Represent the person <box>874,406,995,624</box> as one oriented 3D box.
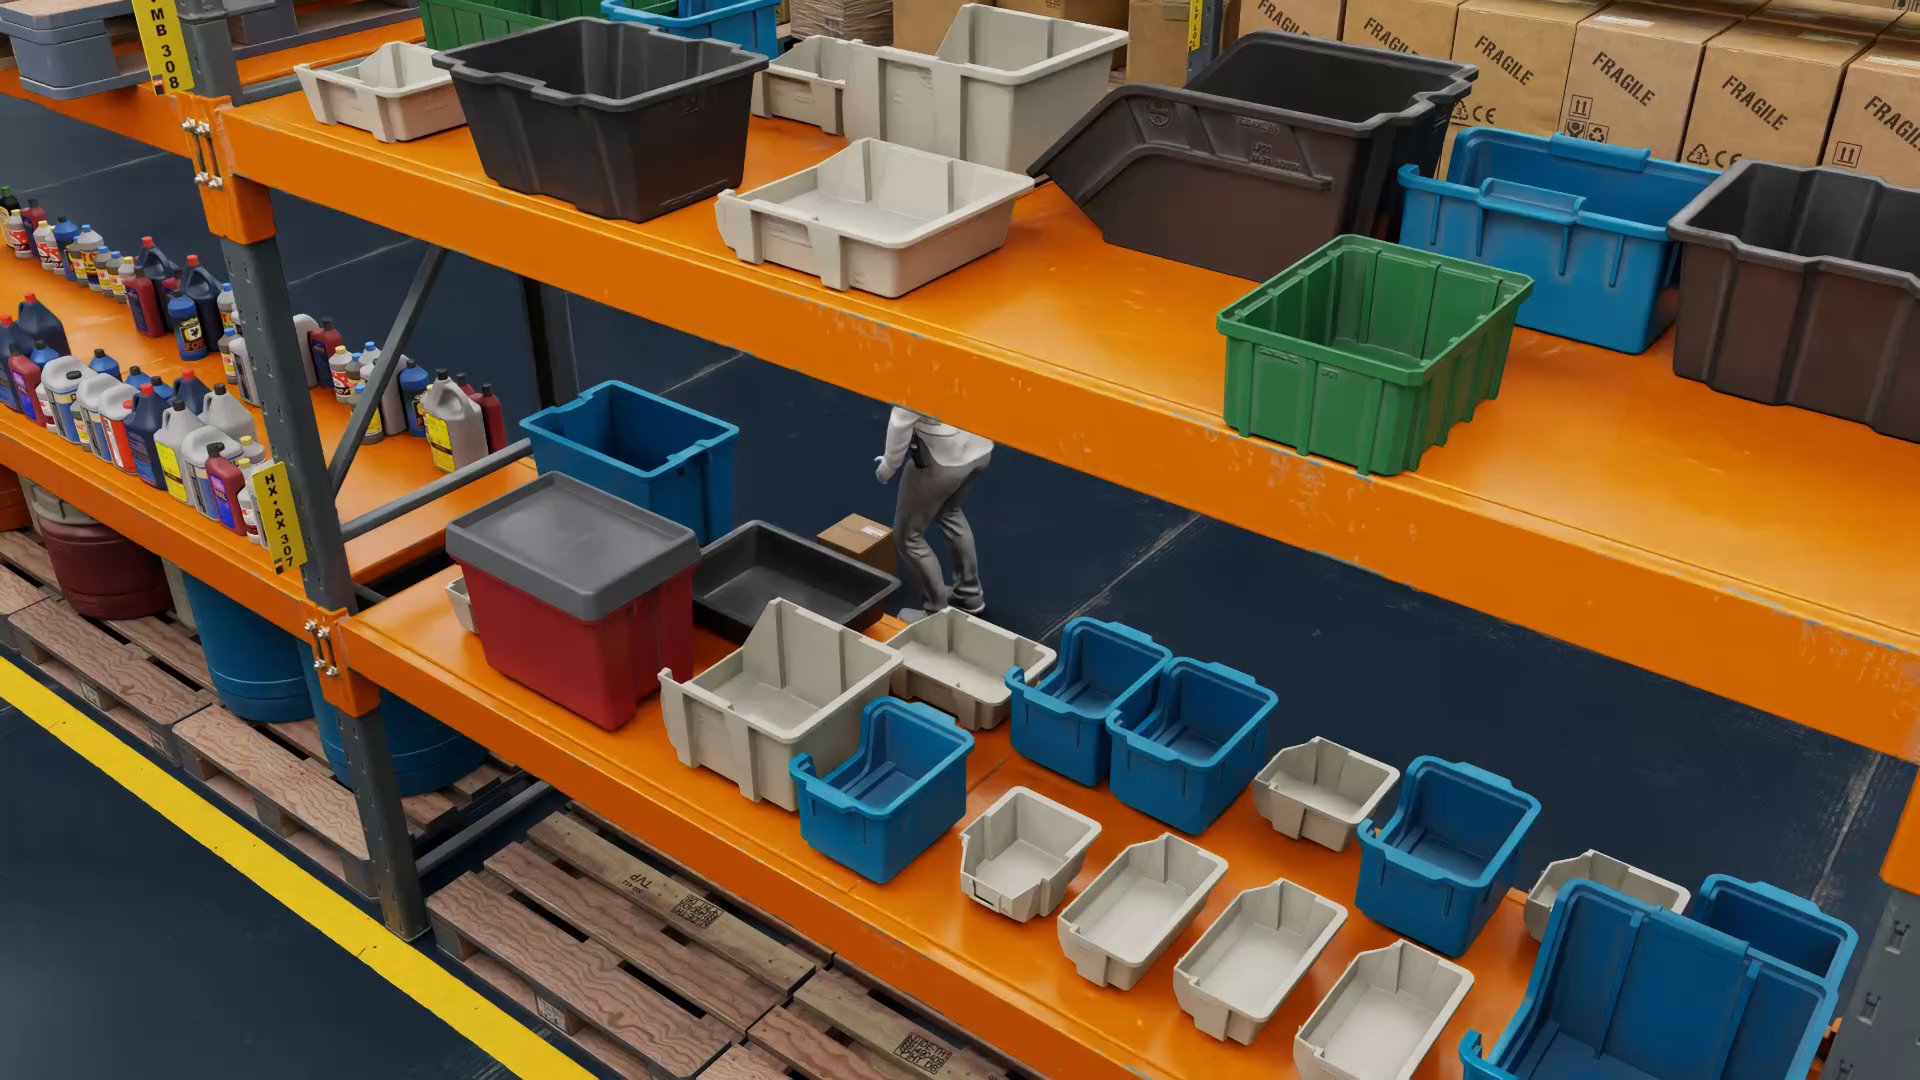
[{"bbox_3d":[-0.106,-0.350,6.764,0.446,1.627,0.500,22,38,32],"label":"person"}]
